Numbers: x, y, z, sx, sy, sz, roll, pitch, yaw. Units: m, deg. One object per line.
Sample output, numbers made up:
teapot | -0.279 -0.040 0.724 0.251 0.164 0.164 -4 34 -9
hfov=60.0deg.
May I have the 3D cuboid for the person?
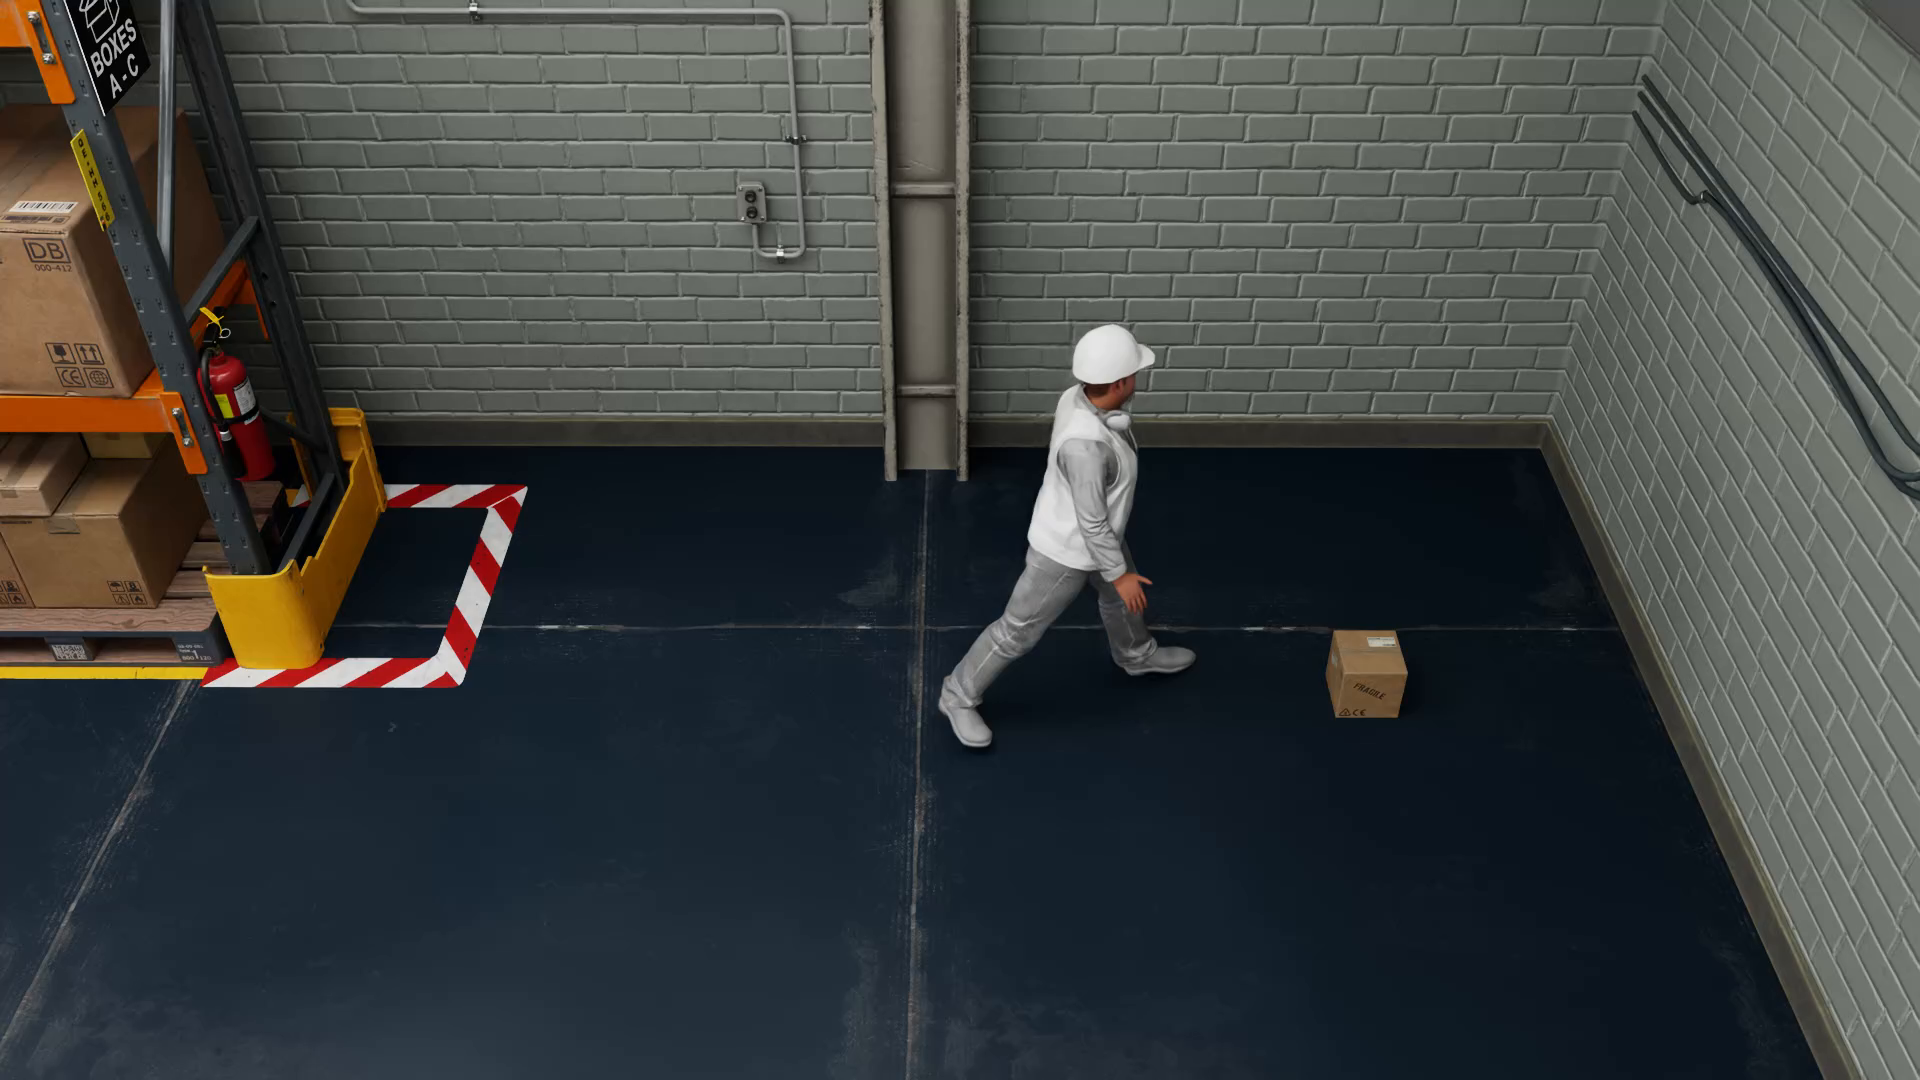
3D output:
person | 0.428 0.000 6.158 0.980 1.731 0.714 7 40 9
